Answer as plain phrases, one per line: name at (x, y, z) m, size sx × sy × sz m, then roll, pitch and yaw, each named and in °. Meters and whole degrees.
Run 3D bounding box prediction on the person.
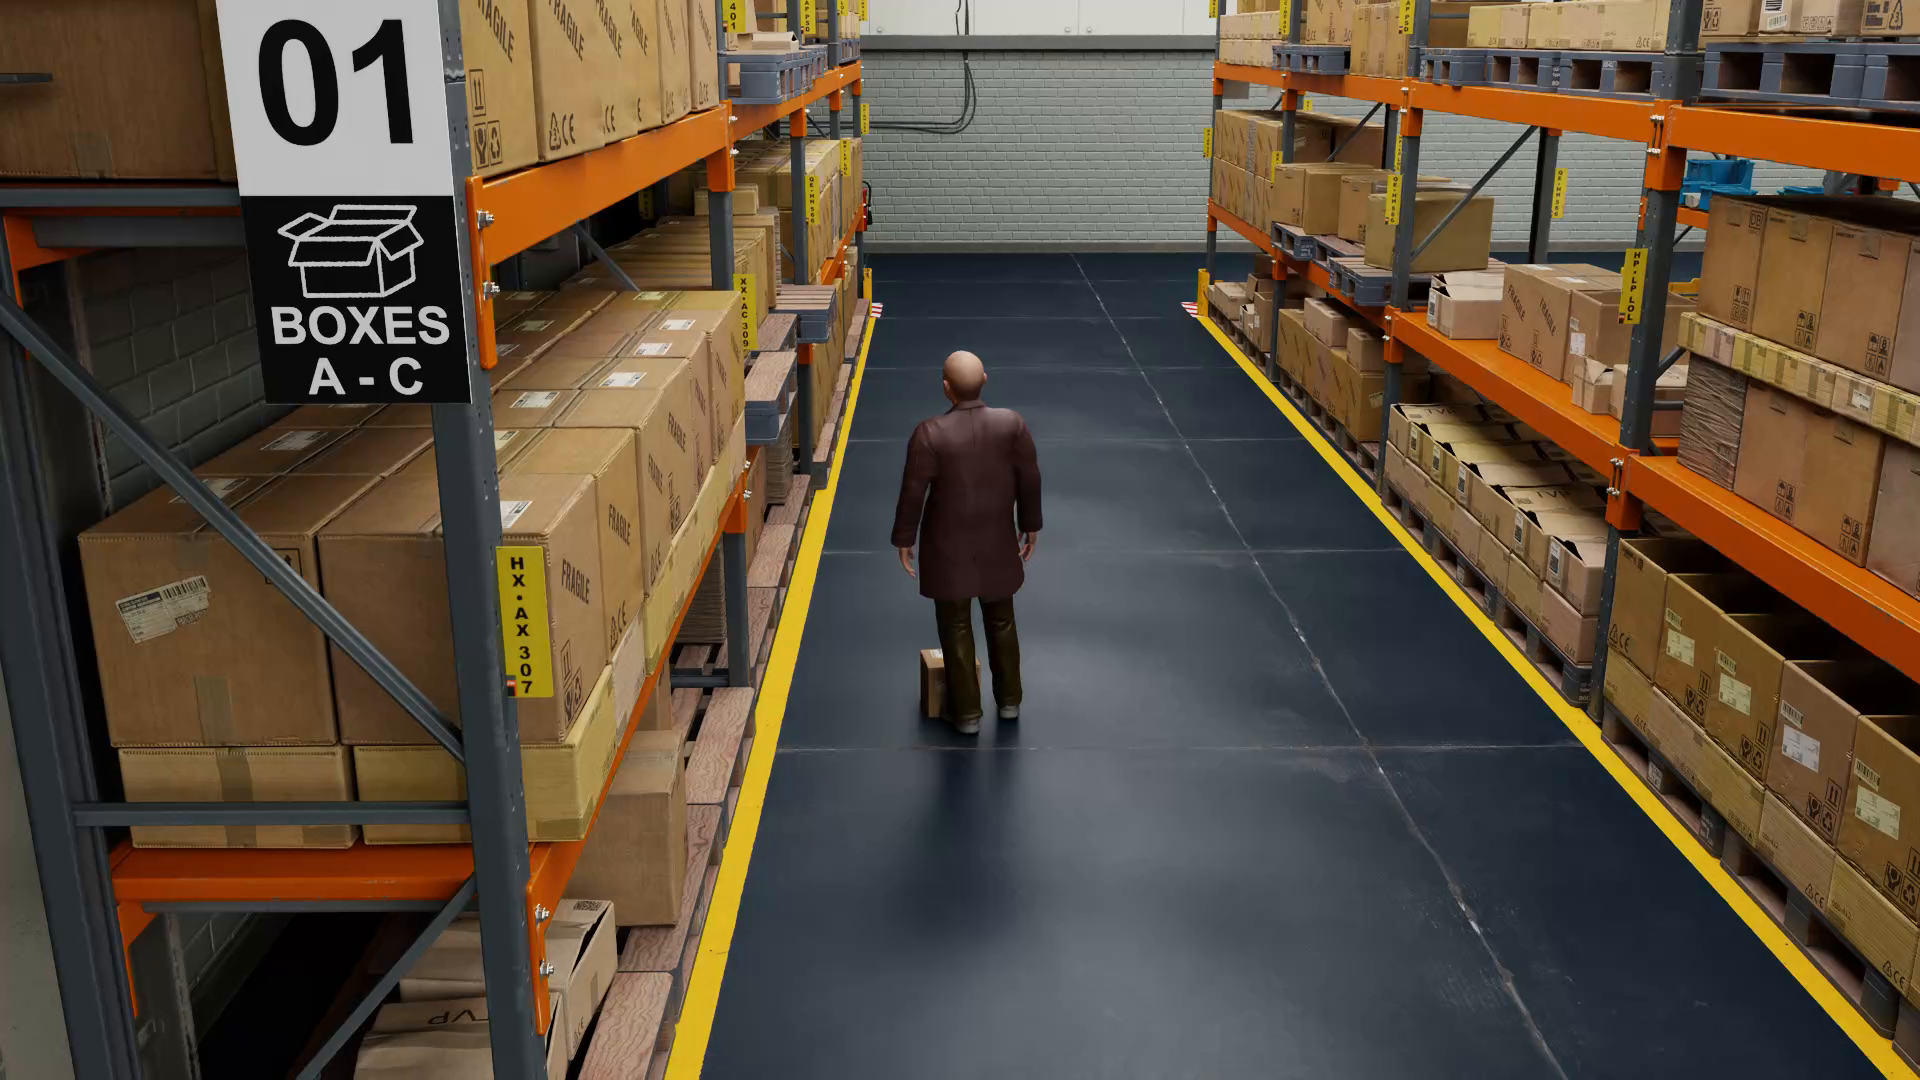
person at (0.019, -0.007, 7.562) m, size 0.694 × 1.775 × 0.582 m, roll -4°, pitch 17°, yaw -12°
